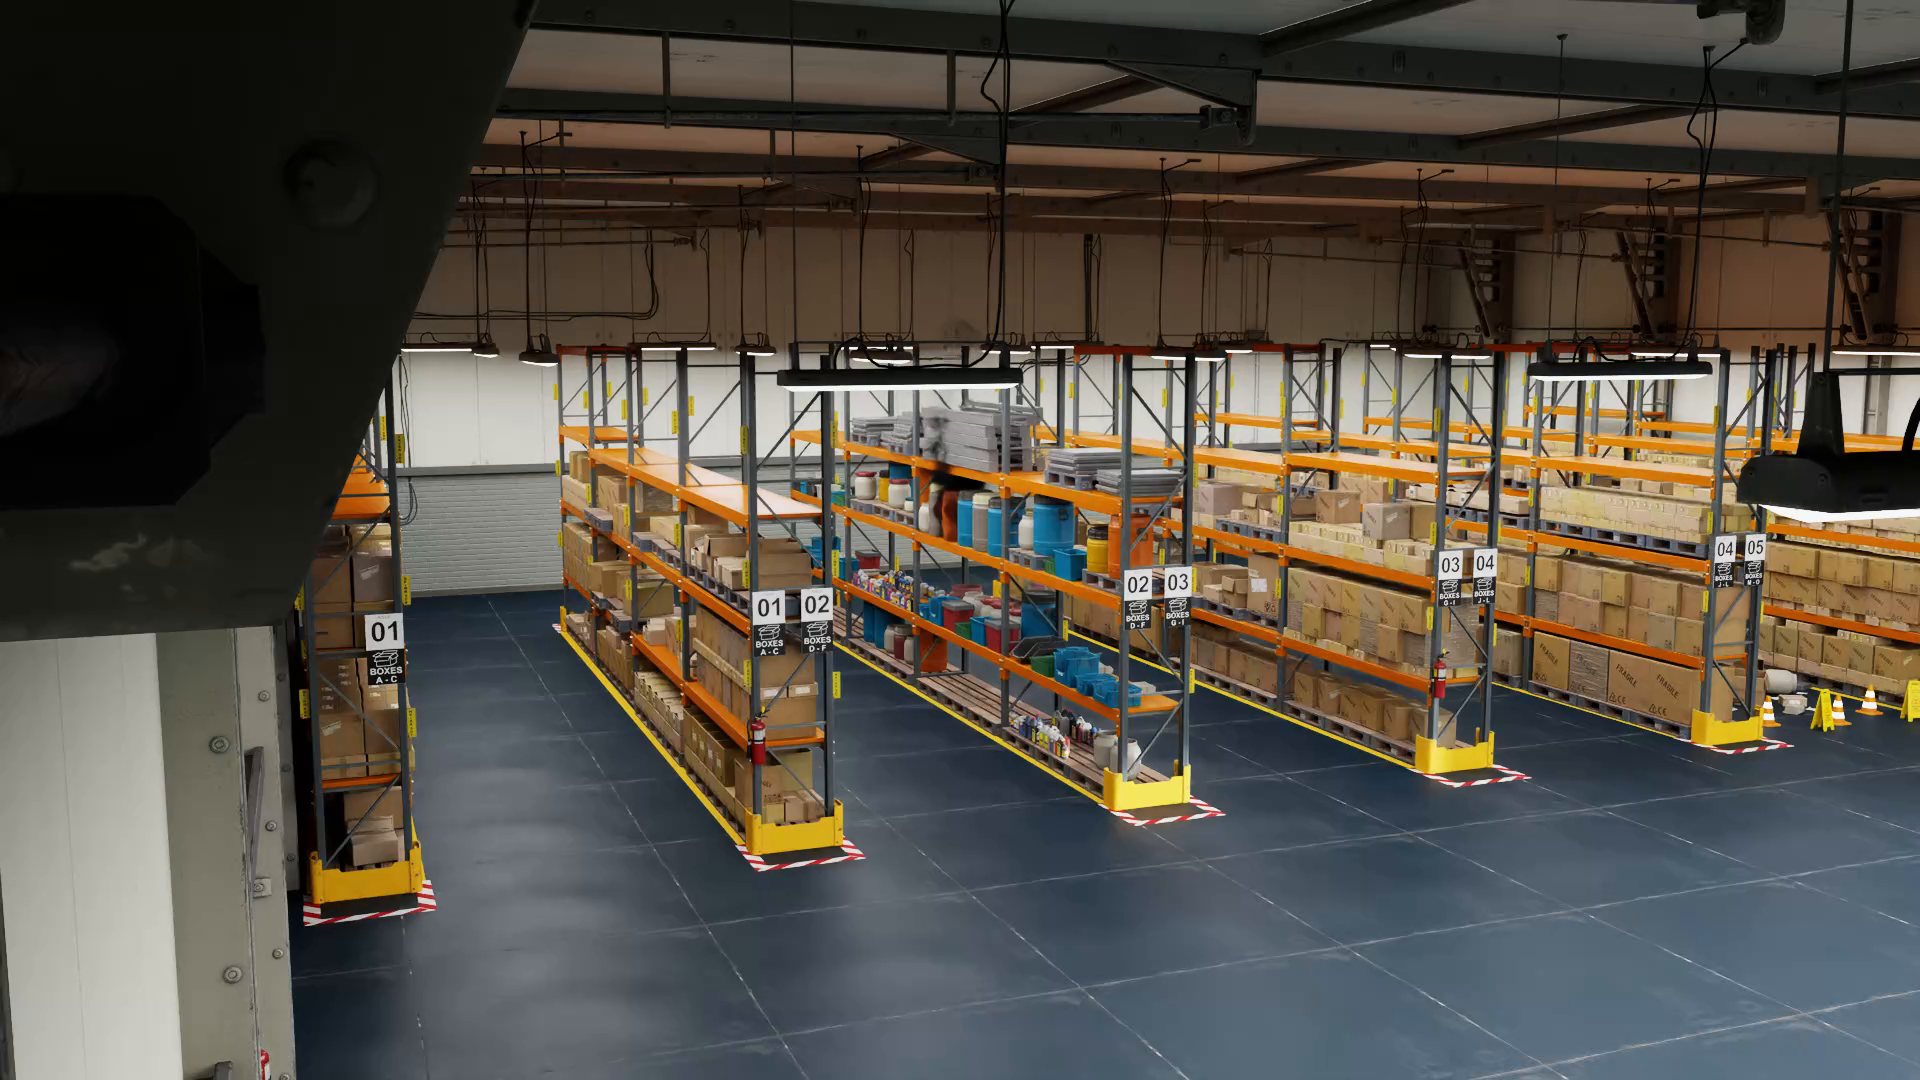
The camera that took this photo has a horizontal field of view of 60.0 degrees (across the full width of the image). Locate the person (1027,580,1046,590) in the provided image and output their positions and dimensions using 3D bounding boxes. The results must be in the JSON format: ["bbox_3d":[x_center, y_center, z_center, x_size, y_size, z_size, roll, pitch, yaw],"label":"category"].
[{"bbox_3d":[1.540,1.218,32.511,0.514,1.618,0.653,-3,8,-25],"label":"person"}]
